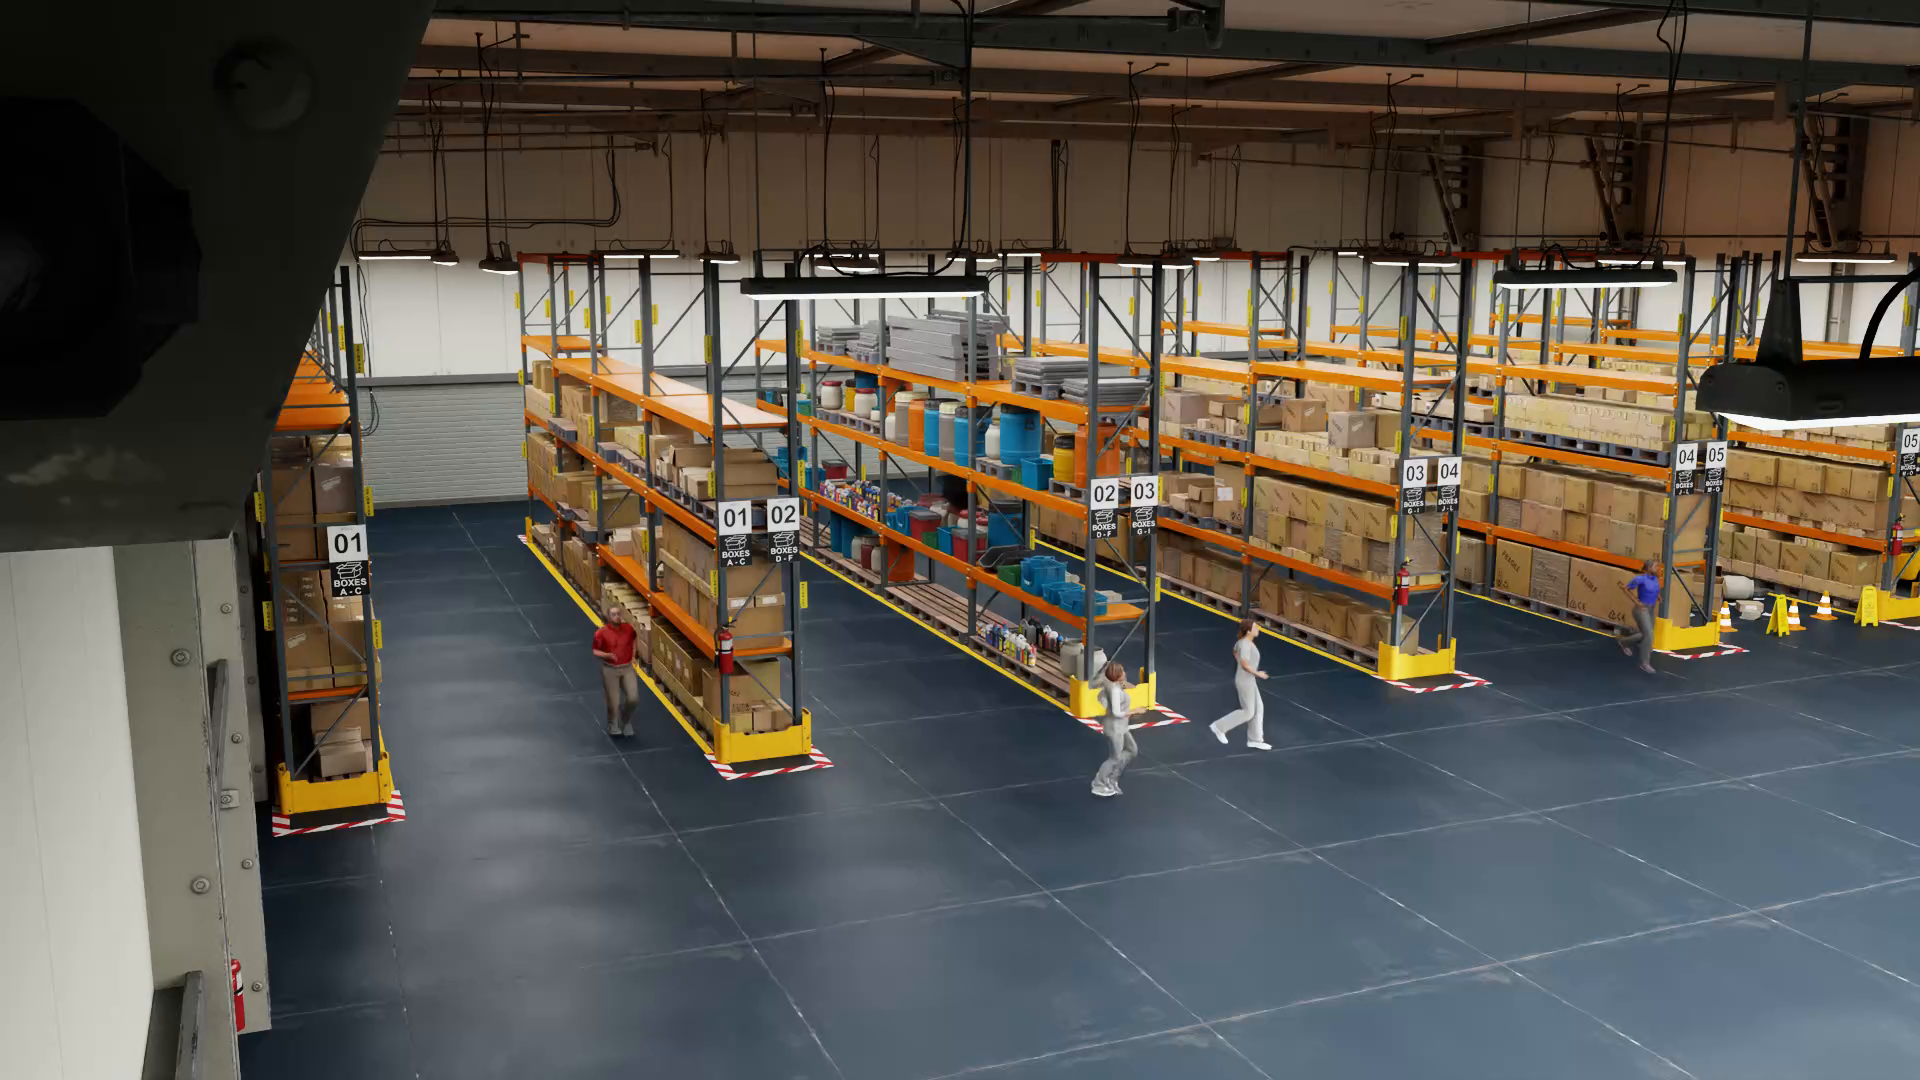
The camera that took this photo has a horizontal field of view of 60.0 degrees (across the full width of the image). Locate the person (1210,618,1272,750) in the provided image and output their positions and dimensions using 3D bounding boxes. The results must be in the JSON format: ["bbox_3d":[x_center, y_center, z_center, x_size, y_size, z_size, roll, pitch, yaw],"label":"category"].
[{"bbox_3d":[3.517,1.788,20.714,0.772,1.669,0.590,1,10,7],"label":"person"}]

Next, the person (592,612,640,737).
[{"bbox_3d":[-4.340,1.723,21.124,0.625,1.664,0.559,-5,12,-28],"label":"person"}]

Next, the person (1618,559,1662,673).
[{"bbox_3d":[10.181,1.138,24.735,0.589,1.537,0.822,-7,12,-33],"label":"person"}]

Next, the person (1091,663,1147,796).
[{"bbox_3d":[1.802,2.152,18.852,0.615,1.582,0.519,1,10,4],"label":"person"}]
